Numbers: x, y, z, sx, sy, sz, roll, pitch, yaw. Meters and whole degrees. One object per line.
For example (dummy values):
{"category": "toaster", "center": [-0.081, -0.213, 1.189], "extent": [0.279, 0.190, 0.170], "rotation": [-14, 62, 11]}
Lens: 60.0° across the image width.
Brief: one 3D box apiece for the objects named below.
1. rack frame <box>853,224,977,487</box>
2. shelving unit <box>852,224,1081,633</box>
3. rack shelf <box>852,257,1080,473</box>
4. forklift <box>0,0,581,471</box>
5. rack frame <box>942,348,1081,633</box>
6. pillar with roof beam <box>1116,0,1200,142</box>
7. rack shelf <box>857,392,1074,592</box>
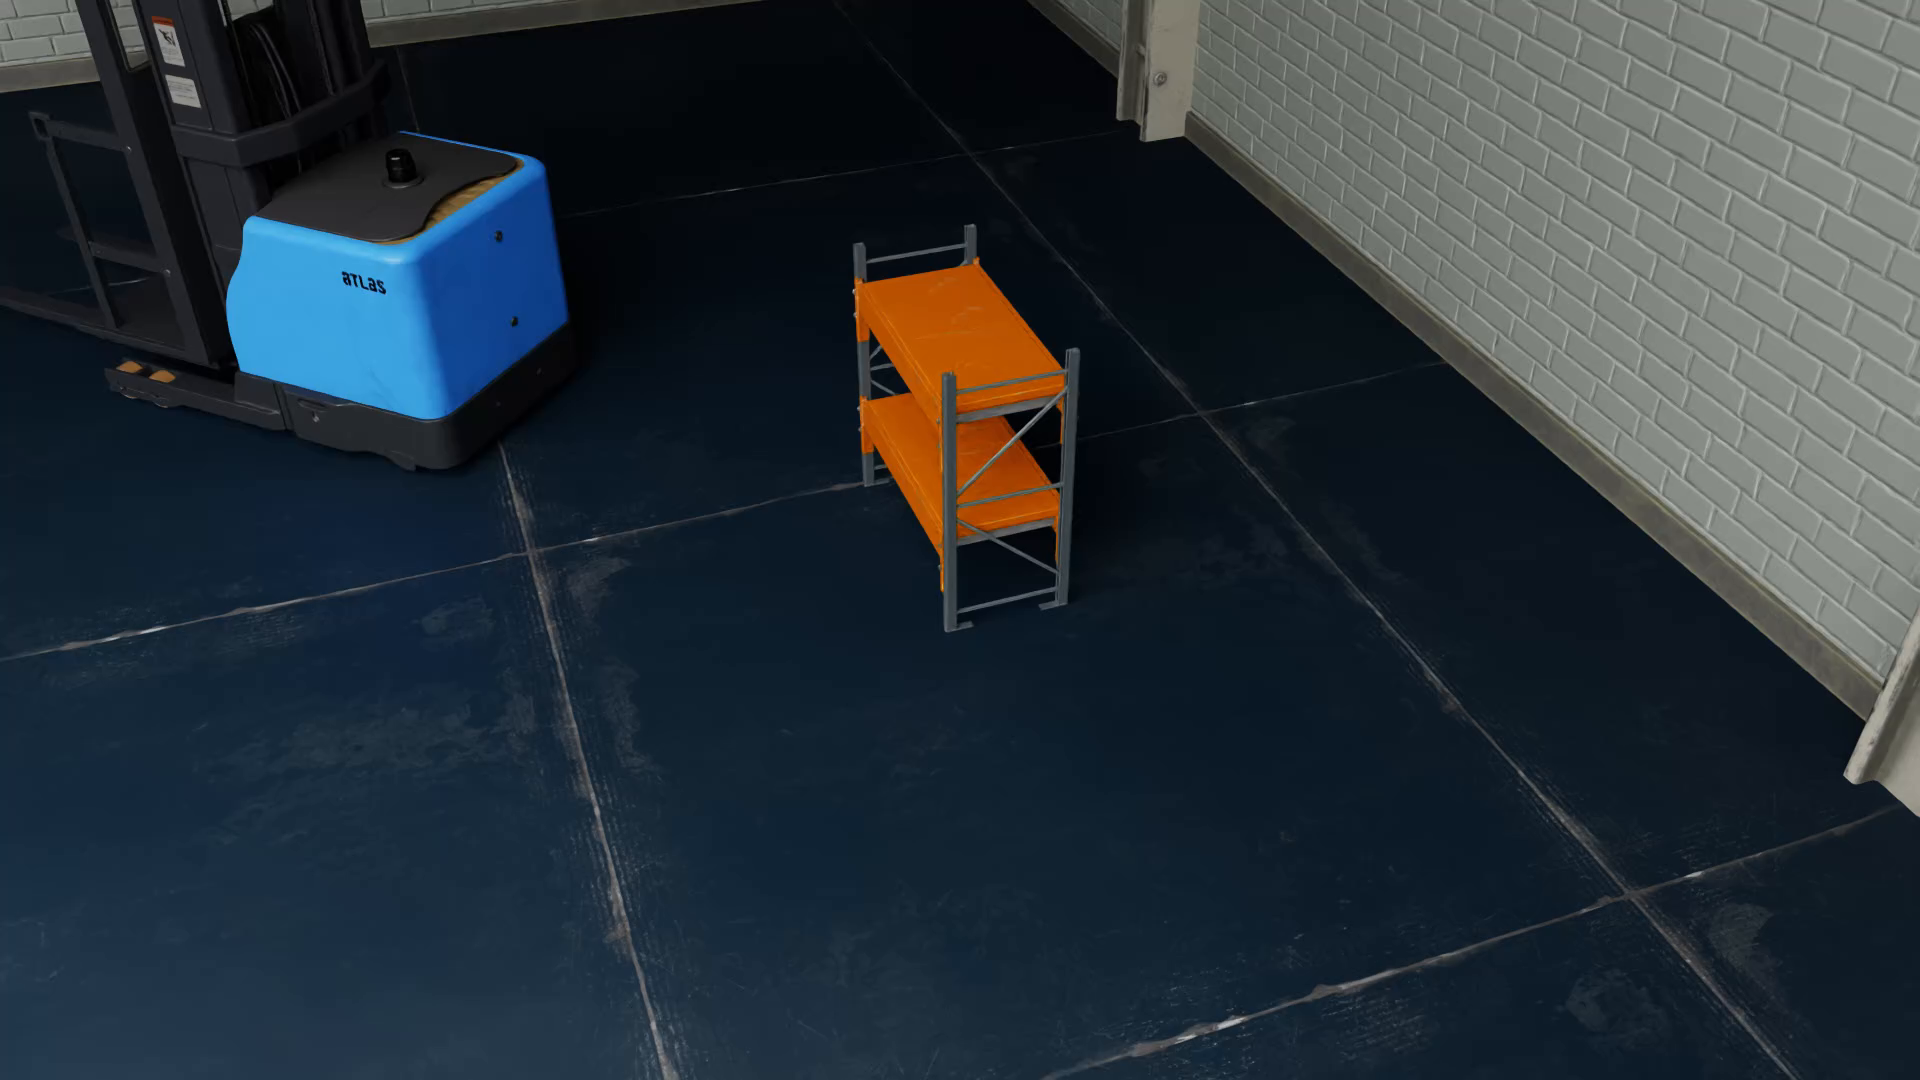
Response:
{"category": "rack frame", "center": [-0.173, -0.733, 6.788], "extent": [0.500, 1.125, 0.032], "rotation": [-12, 39, -16]}
{"category": "shelving unit", "center": [0.002, -0.445, 6.406], "extent": [0.538, 1.125, 1.048], "rotation": [-12, 39, -16]}
{"category": "rack shelf", "center": [0.002, -0.679, 6.230], "extent": [0.538, 0.278, 1.000], "rotation": [-12, 39, -16]}
{"category": "forklift", "center": [-3.327, -2.045, 7.029], "extent": [3.031, 2.935, 1.130], "rotation": [15, 39, 19]}
{"category": "rack frame", "center": [0.177, -0.158, 6.025], "extent": [0.500, 1.125, 0.032], "rotation": [-12, 39, -16]}
{"category": "pillar with roof beam", "center": [-2.877, -5.213, 6.191], "extent": [9.100, 9.000, 0.400], "rotation": [-12, 39, -16]}
{"category": "rack shelf", "center": [0.002, -0.250, 6.554], "extent": [0.538, 0.278, 1.000], "rotation": [-12, 39, -16]}
